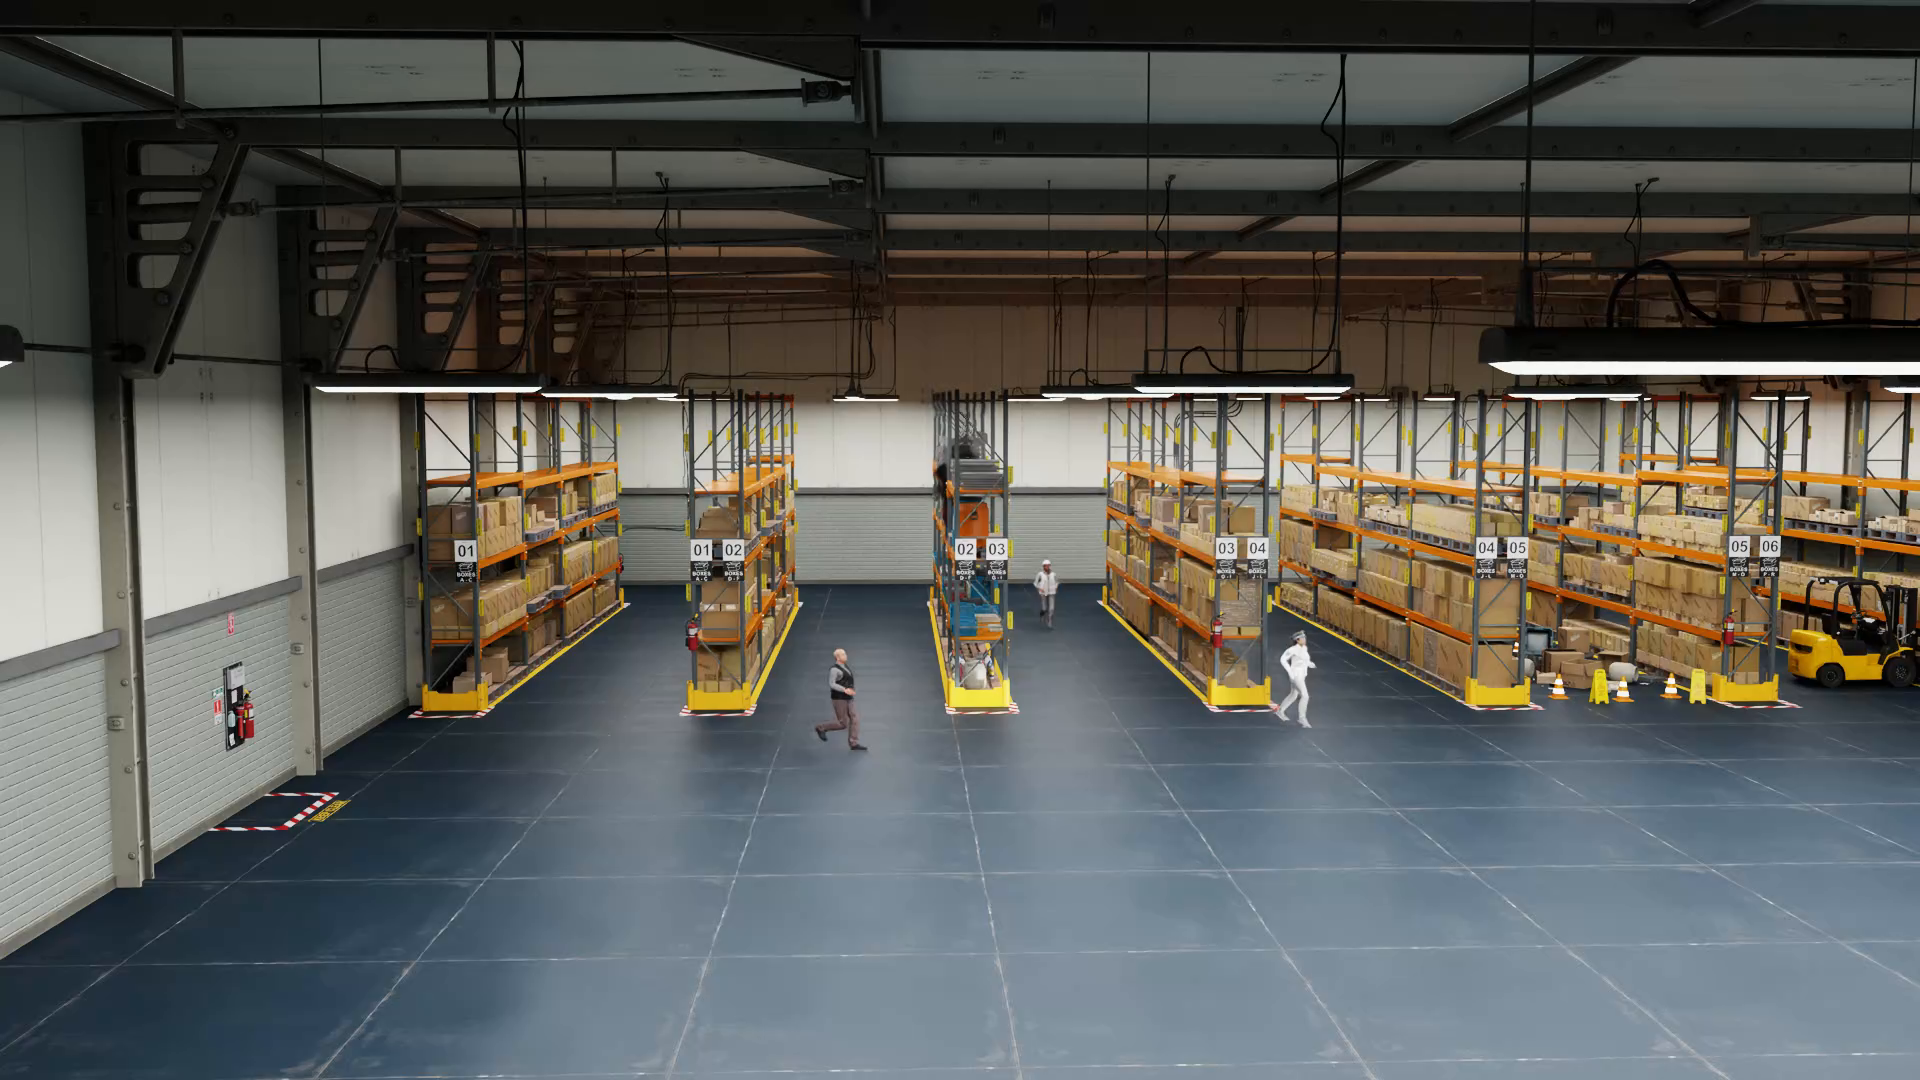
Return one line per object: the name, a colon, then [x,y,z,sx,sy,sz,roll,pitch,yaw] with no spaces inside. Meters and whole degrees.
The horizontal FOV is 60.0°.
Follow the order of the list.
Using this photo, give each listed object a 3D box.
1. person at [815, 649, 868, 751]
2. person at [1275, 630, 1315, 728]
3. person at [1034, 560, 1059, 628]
person: [-1.946,2.642,27.533,0.896,1.691,0.677,2,5,19]
person: [5.977,2.464,29.666,0.753,1.753,0.598,4,6,37]
person: [2.236,1.378,42.729,0.660,1.723,0.625,-1,5,-12]
